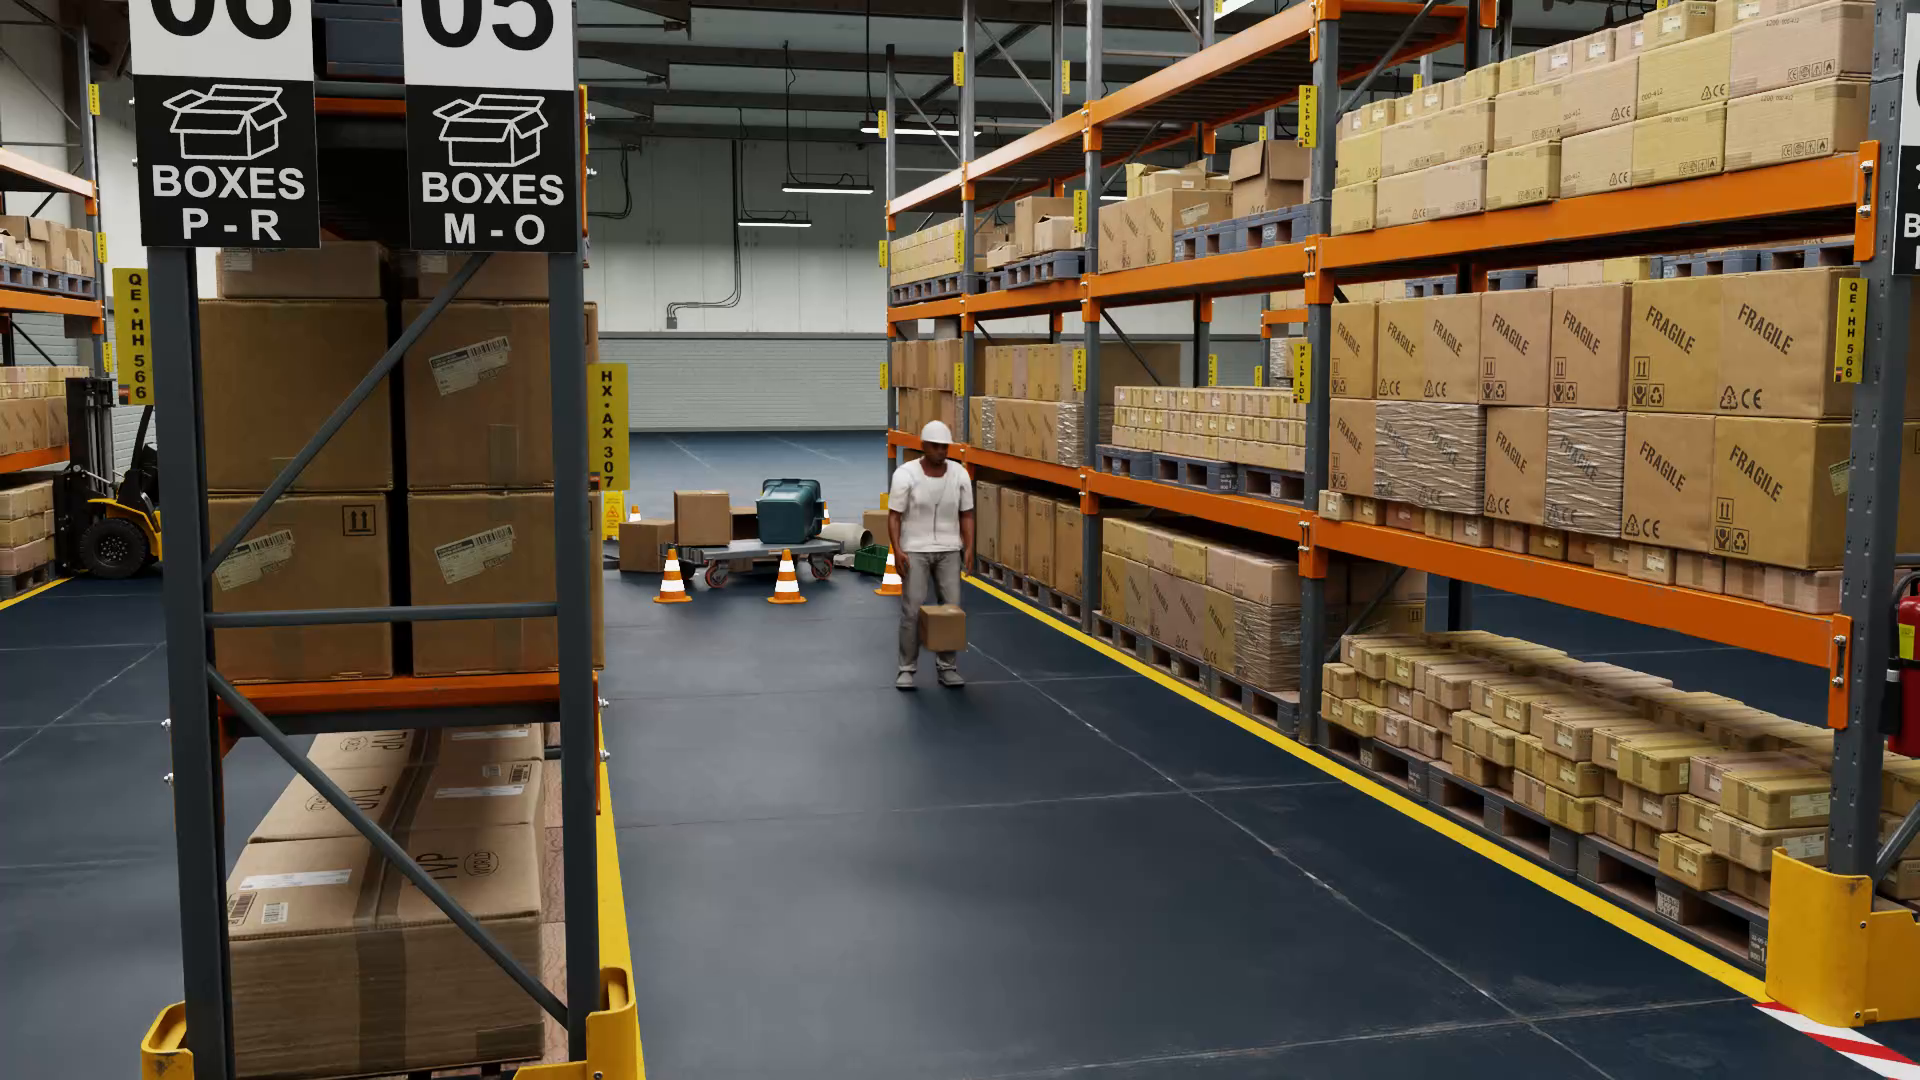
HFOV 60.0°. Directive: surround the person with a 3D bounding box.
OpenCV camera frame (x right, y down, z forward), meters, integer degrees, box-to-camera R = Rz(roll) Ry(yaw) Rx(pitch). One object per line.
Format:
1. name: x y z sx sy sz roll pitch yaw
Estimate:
1. person: -0.183 0.092 11.003 0.627 1.761 0.456 -1 6 -13
